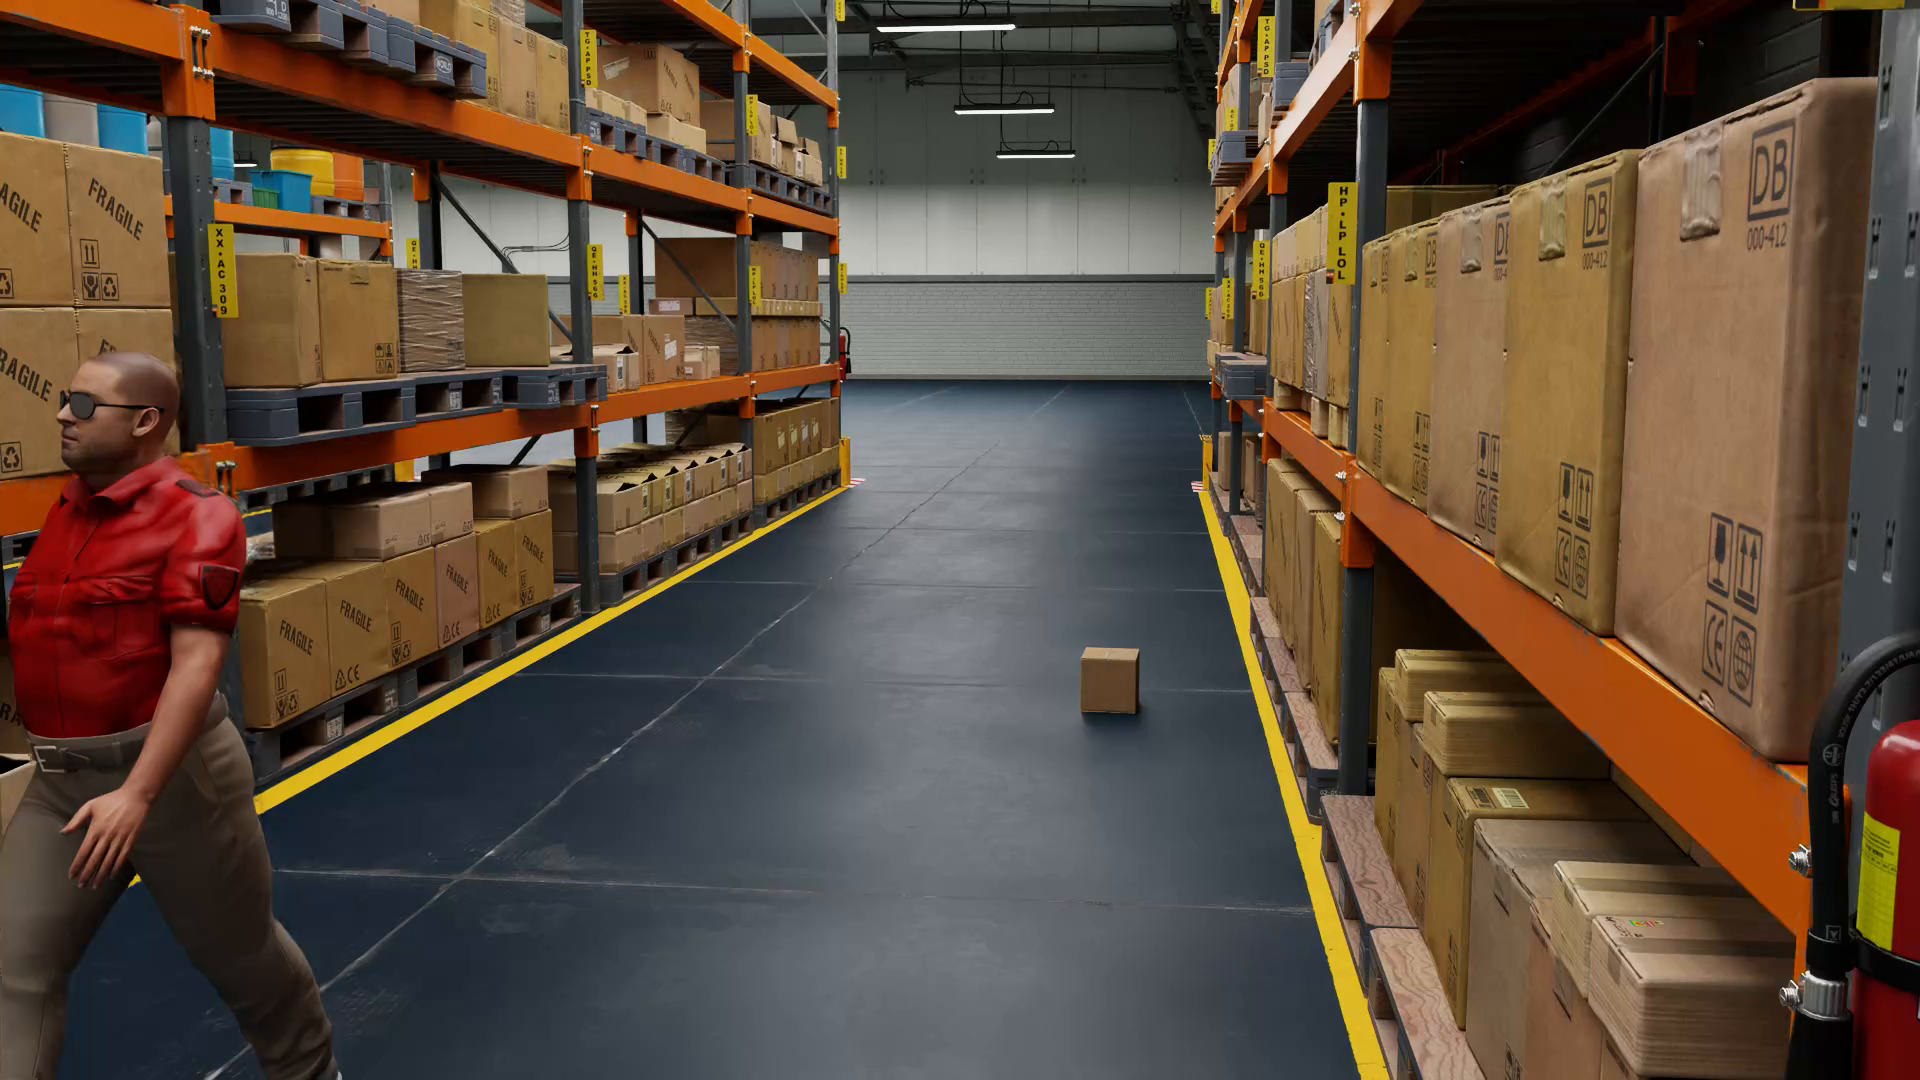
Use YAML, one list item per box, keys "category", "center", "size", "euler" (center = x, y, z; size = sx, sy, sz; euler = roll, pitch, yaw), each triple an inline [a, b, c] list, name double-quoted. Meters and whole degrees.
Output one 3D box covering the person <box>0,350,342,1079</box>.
- category: "person"
  center: [-1.641, 0.476, 3.177]
  size: [0.531, 1.662, 1.020]
  euler: [3, 8, 20]
